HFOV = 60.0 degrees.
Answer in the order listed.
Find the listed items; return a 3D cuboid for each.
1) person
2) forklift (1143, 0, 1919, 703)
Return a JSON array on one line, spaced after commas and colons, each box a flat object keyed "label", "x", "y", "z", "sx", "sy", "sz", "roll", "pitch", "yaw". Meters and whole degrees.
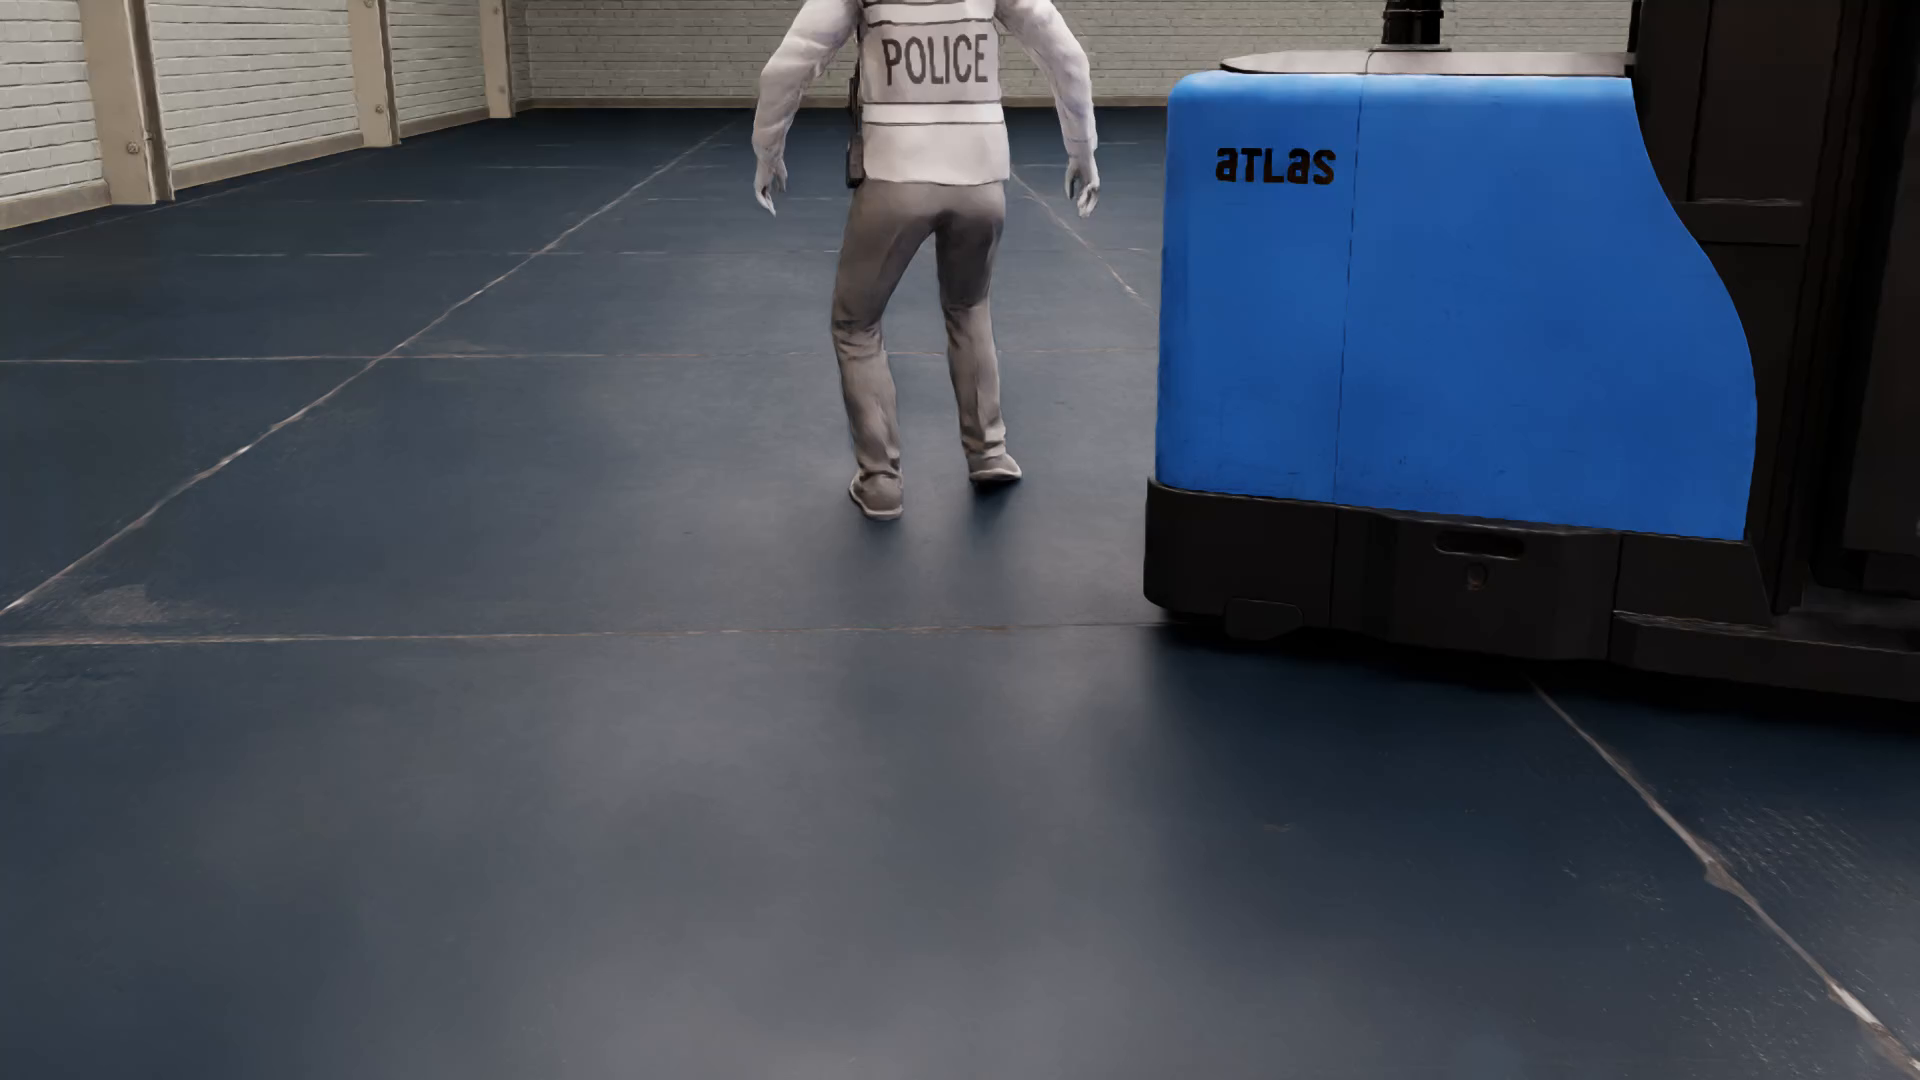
[{"label": "person", "x": -0.084, "y": -0.852, "z": 3.985, "sx": 0.819, "sy": 1.622, "sz": 0.557, "roll": -4, "pitch": 18, "yaw": -14}, {"label": "forklift", "x": 1.938, "y": -1.196, "z": 2.817, "sx": 3.031, "sy": 2.935, "sz": 1.130, "roll": 6, "pitch": 18, "yaw": 19}]
